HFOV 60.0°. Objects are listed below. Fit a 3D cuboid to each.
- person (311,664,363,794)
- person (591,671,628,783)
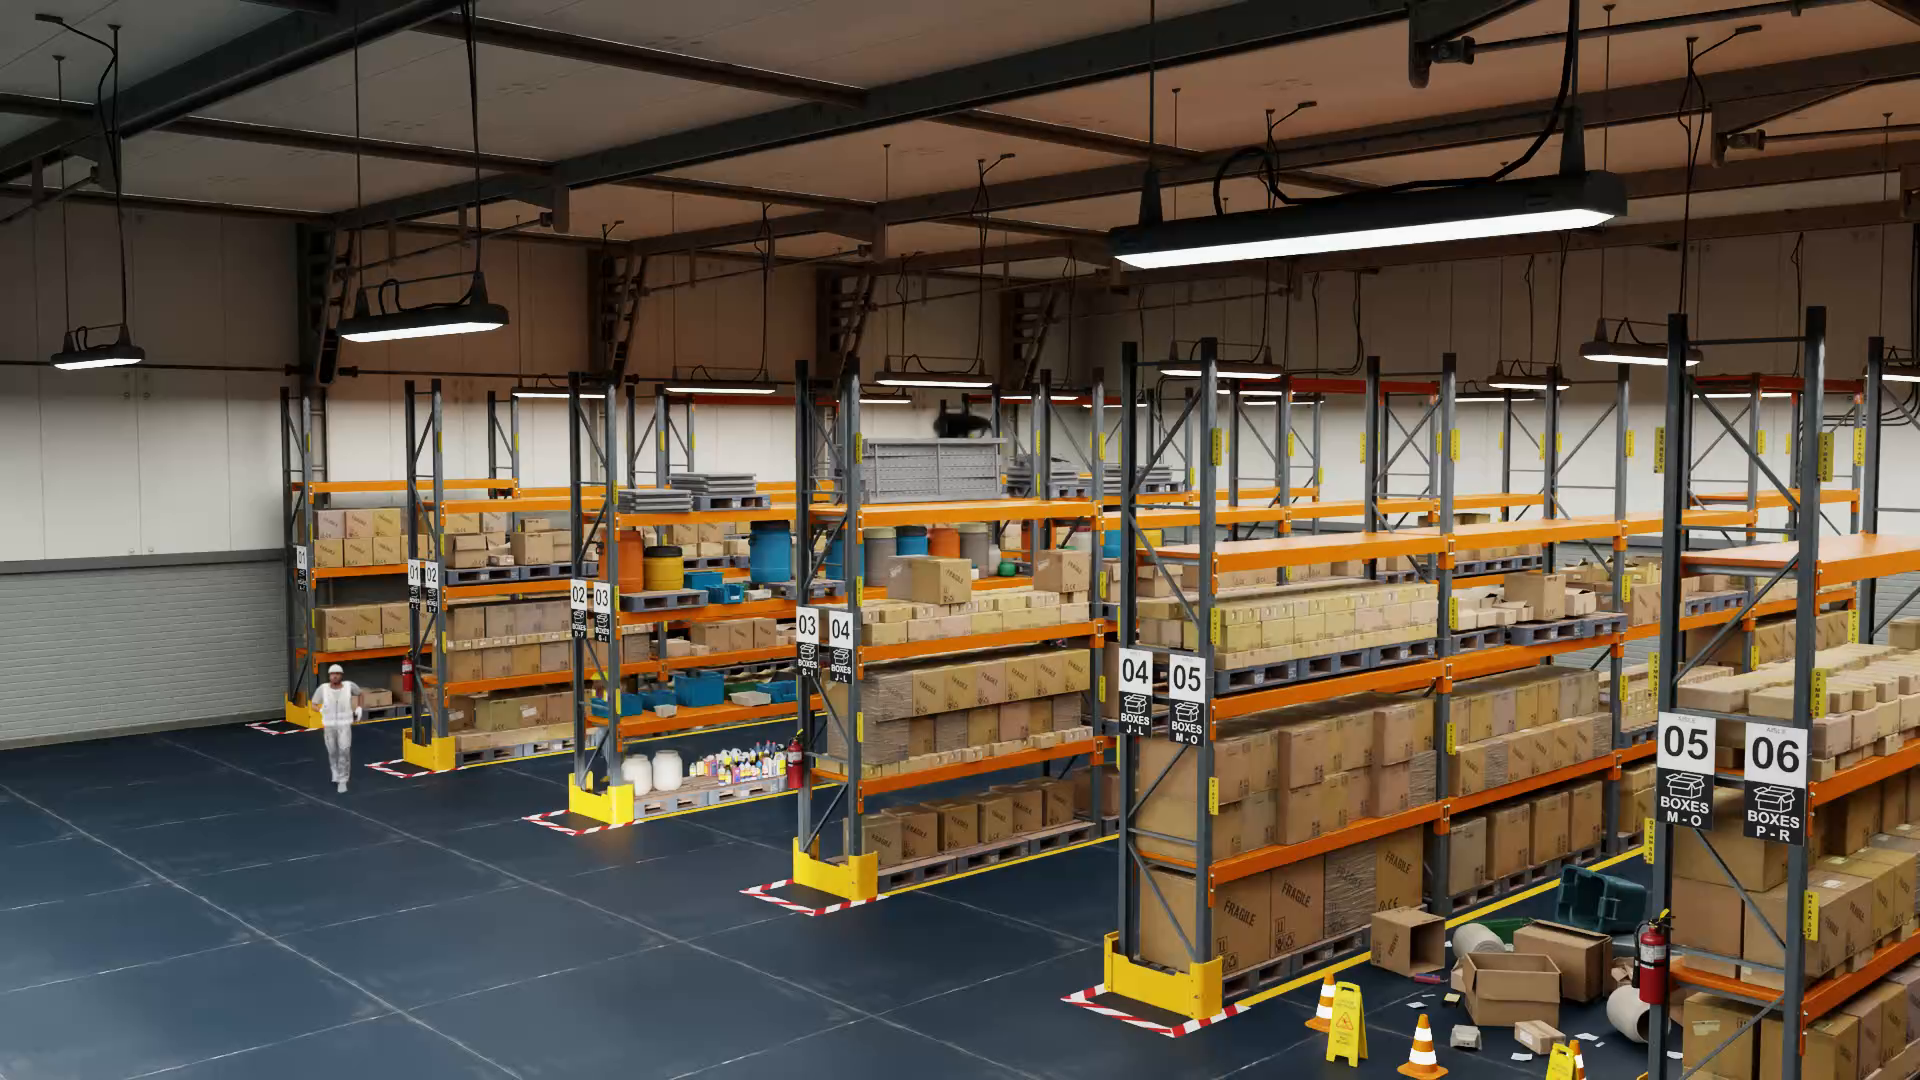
[{"bbox_3d":[-9.070,2.727,24.226,0.695,1.855,0.821,-1,4,-14],"label":"person"},{"bbox_3d":[-5.204,2.759,24.734,0.692,1.688,0.765,2,4,28],"label":"person"}]
